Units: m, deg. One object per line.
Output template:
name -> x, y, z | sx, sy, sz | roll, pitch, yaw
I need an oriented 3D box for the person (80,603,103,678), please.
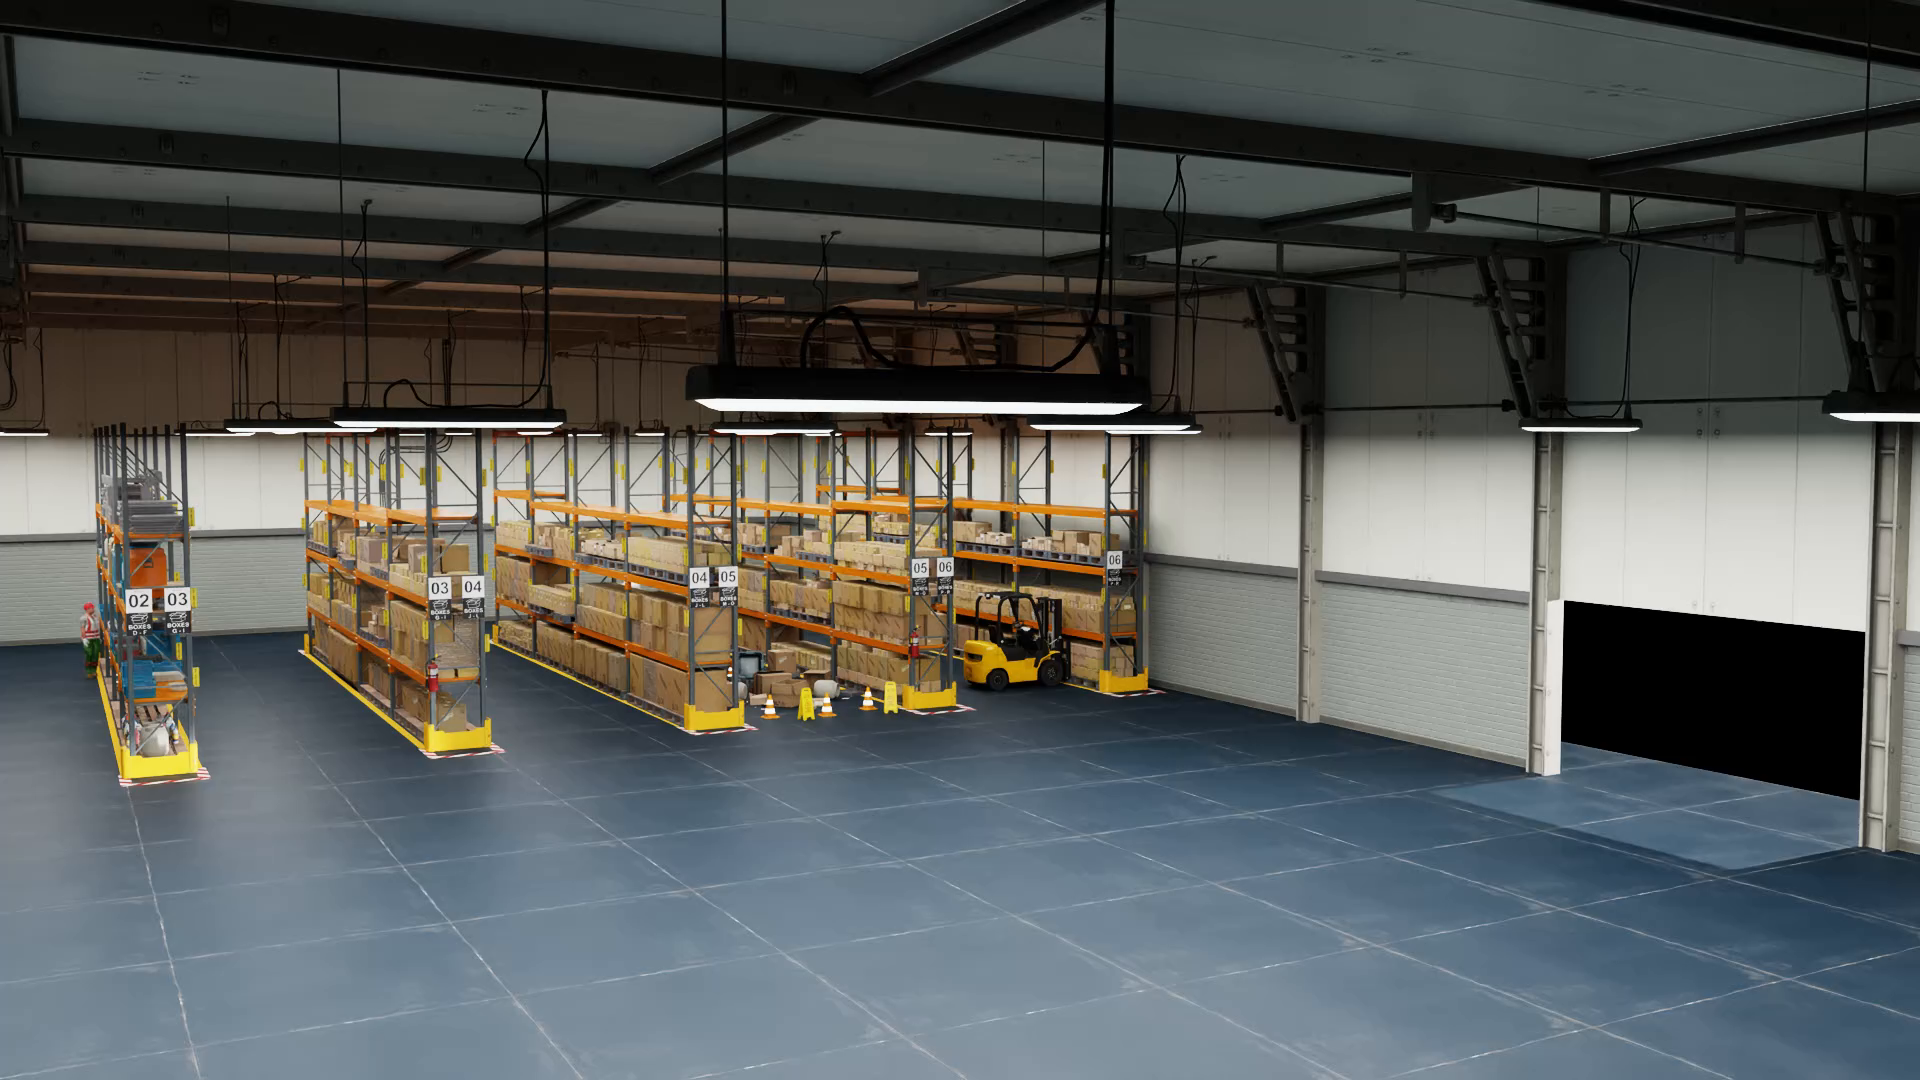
person -> -20.969, 2.434, 40.205 | 0.509, 1.842, 0.554 | 2, 4, 30

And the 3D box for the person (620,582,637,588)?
person -> -9.735, 1.864, 48.900 | 0.558, 1.787, 0.633 | 1, 4, 13
